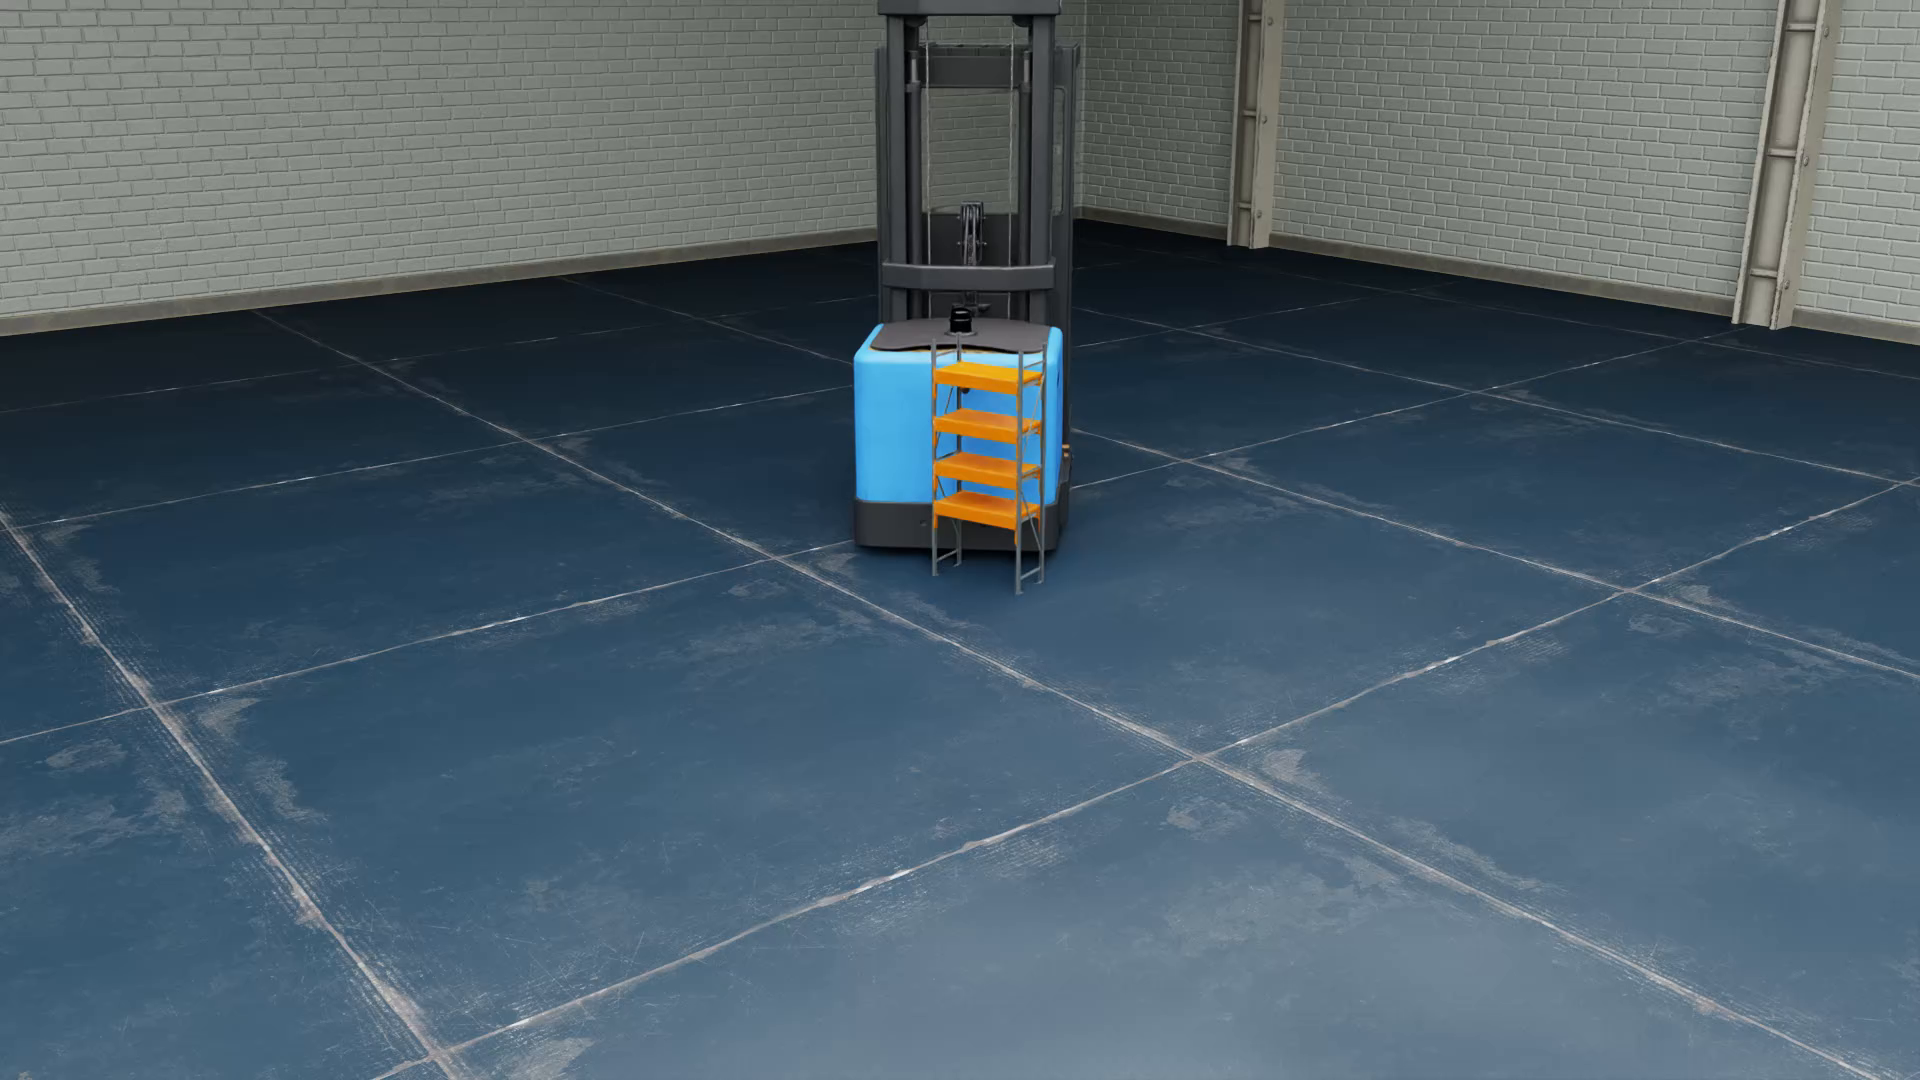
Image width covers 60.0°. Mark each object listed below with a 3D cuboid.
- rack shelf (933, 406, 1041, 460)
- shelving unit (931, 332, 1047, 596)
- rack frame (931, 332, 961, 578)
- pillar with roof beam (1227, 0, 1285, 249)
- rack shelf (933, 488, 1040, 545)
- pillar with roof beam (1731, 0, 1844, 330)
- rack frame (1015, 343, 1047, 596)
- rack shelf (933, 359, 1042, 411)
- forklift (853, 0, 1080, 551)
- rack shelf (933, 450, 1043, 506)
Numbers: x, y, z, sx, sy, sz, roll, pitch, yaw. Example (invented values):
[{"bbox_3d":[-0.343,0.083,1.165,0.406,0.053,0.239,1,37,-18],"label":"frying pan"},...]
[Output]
[{"bbox_3d":[0.138,-0.520,8.026,0.480,0.148,0.258,12,22,32],"label":"rack shelf"},{"bbox_3d":[0.138,-0.371,8.075,0.503,1.200,0.258,12,22,32],"label":"shelving unit"},{"bbox_3d":[-0.066,-0.414,8.203,0.015,1.200,0.240,12,22,32],"label":"rack frame"},{"bbox_3d":[-0.072,-6.803,15.091,9.100,9.000,0.400,-14,23,-36],"label":"pillar with roof beam"},{"bbox_3d":[0.138,-0.119,8.159,0.480,0.148,0.258,12,22,32],"label":"rack shelf"},{"bbox_3d":[3.653,-5.324,10.626,9.100,9.000,0.400,-14,23,-36],"label":"pillar with roof beam"},{"bbox_3d":[0.341,-0.329,7.947,0.015,1.200,0.240,12,22,32],"label":"rack frame"},{"bbox_3d":[0.138,-0.744,7.951,0.480,0.148,0.258,12,22,32],"label":"rack shelf"},{"bbox_3d":[0.107,-1.750,9.486,1.130,2.935,3.031,2,18,5],"label":"forklift"},{"bbox_3d":[0.138,-0.307,8.096,0.480,0.148,0.258,12,22,32],"label":"rack shelf"}]
